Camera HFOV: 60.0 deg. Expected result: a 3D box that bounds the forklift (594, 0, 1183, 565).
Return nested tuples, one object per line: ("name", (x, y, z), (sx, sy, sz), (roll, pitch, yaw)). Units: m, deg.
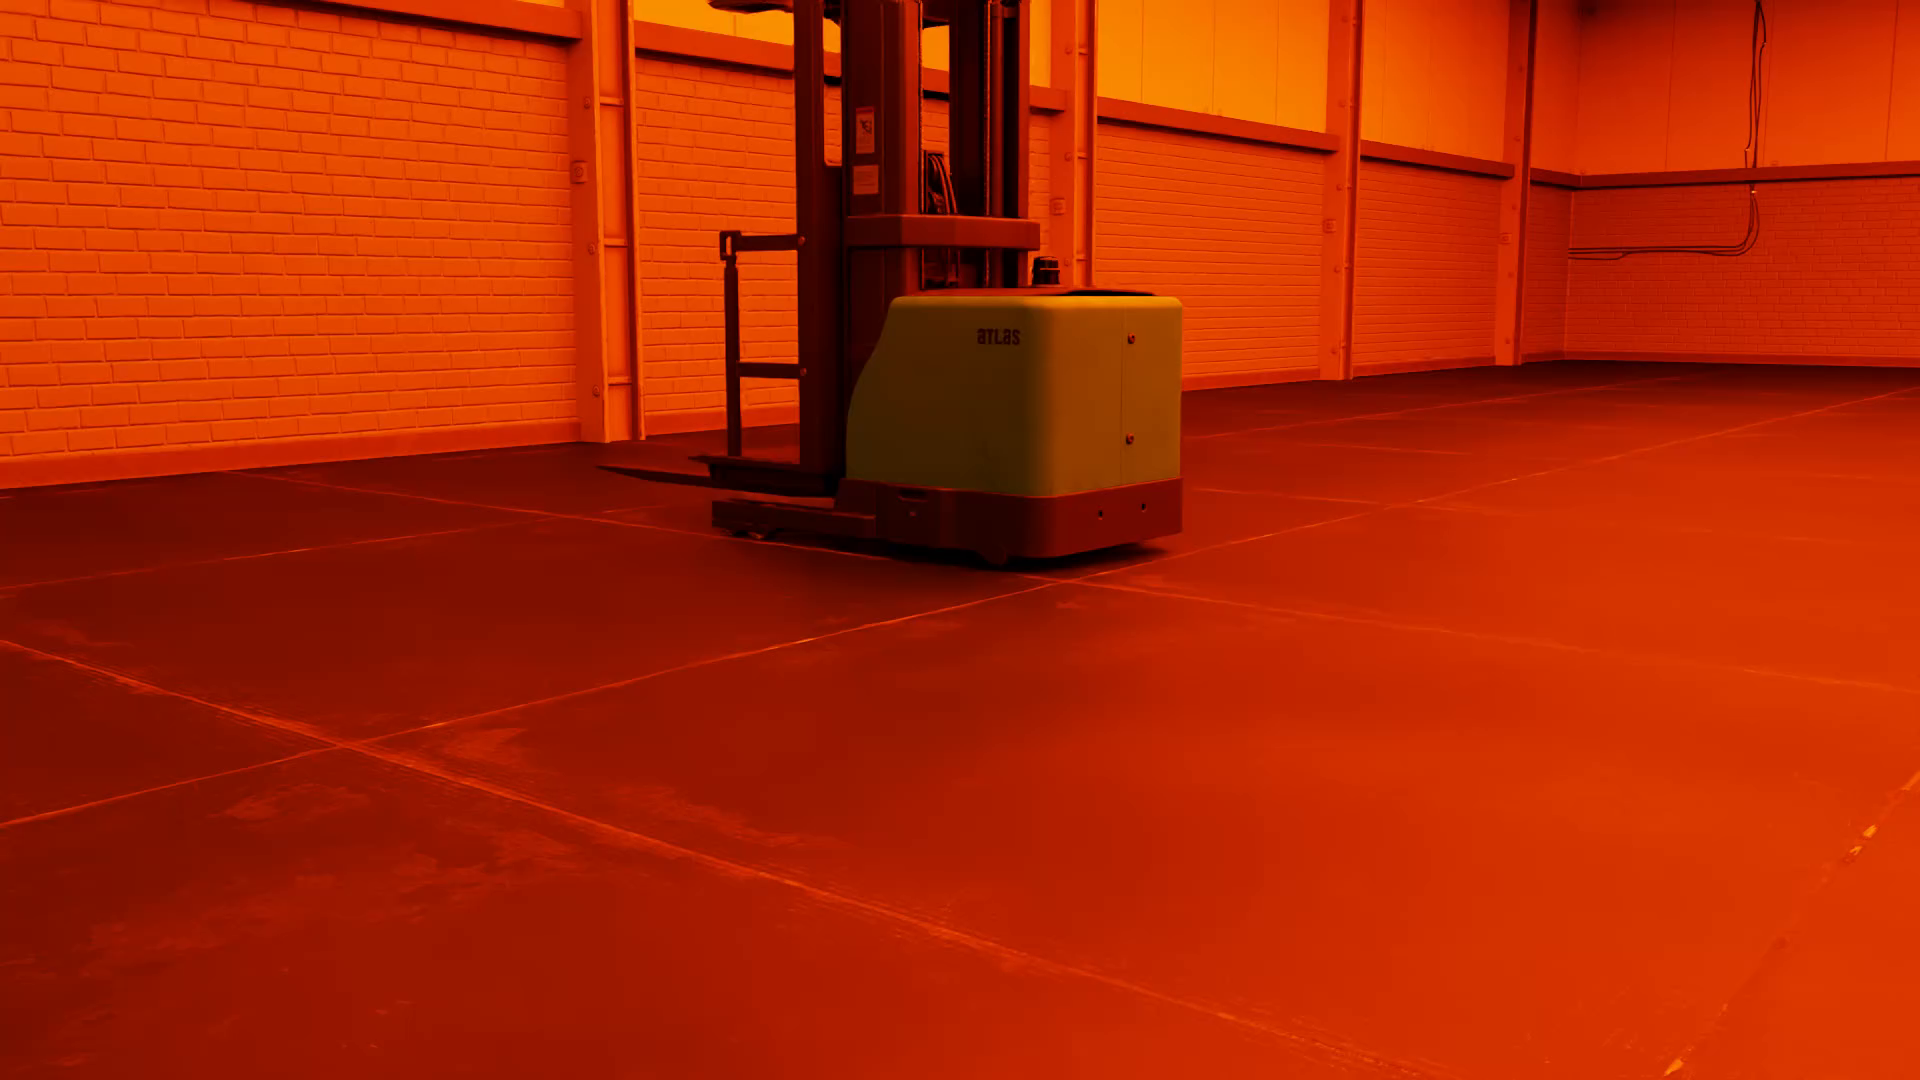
("forklift", (-0.495, -1.502, 7.547), (3.031, 2.935, 1.130), (7, 11, 40))
